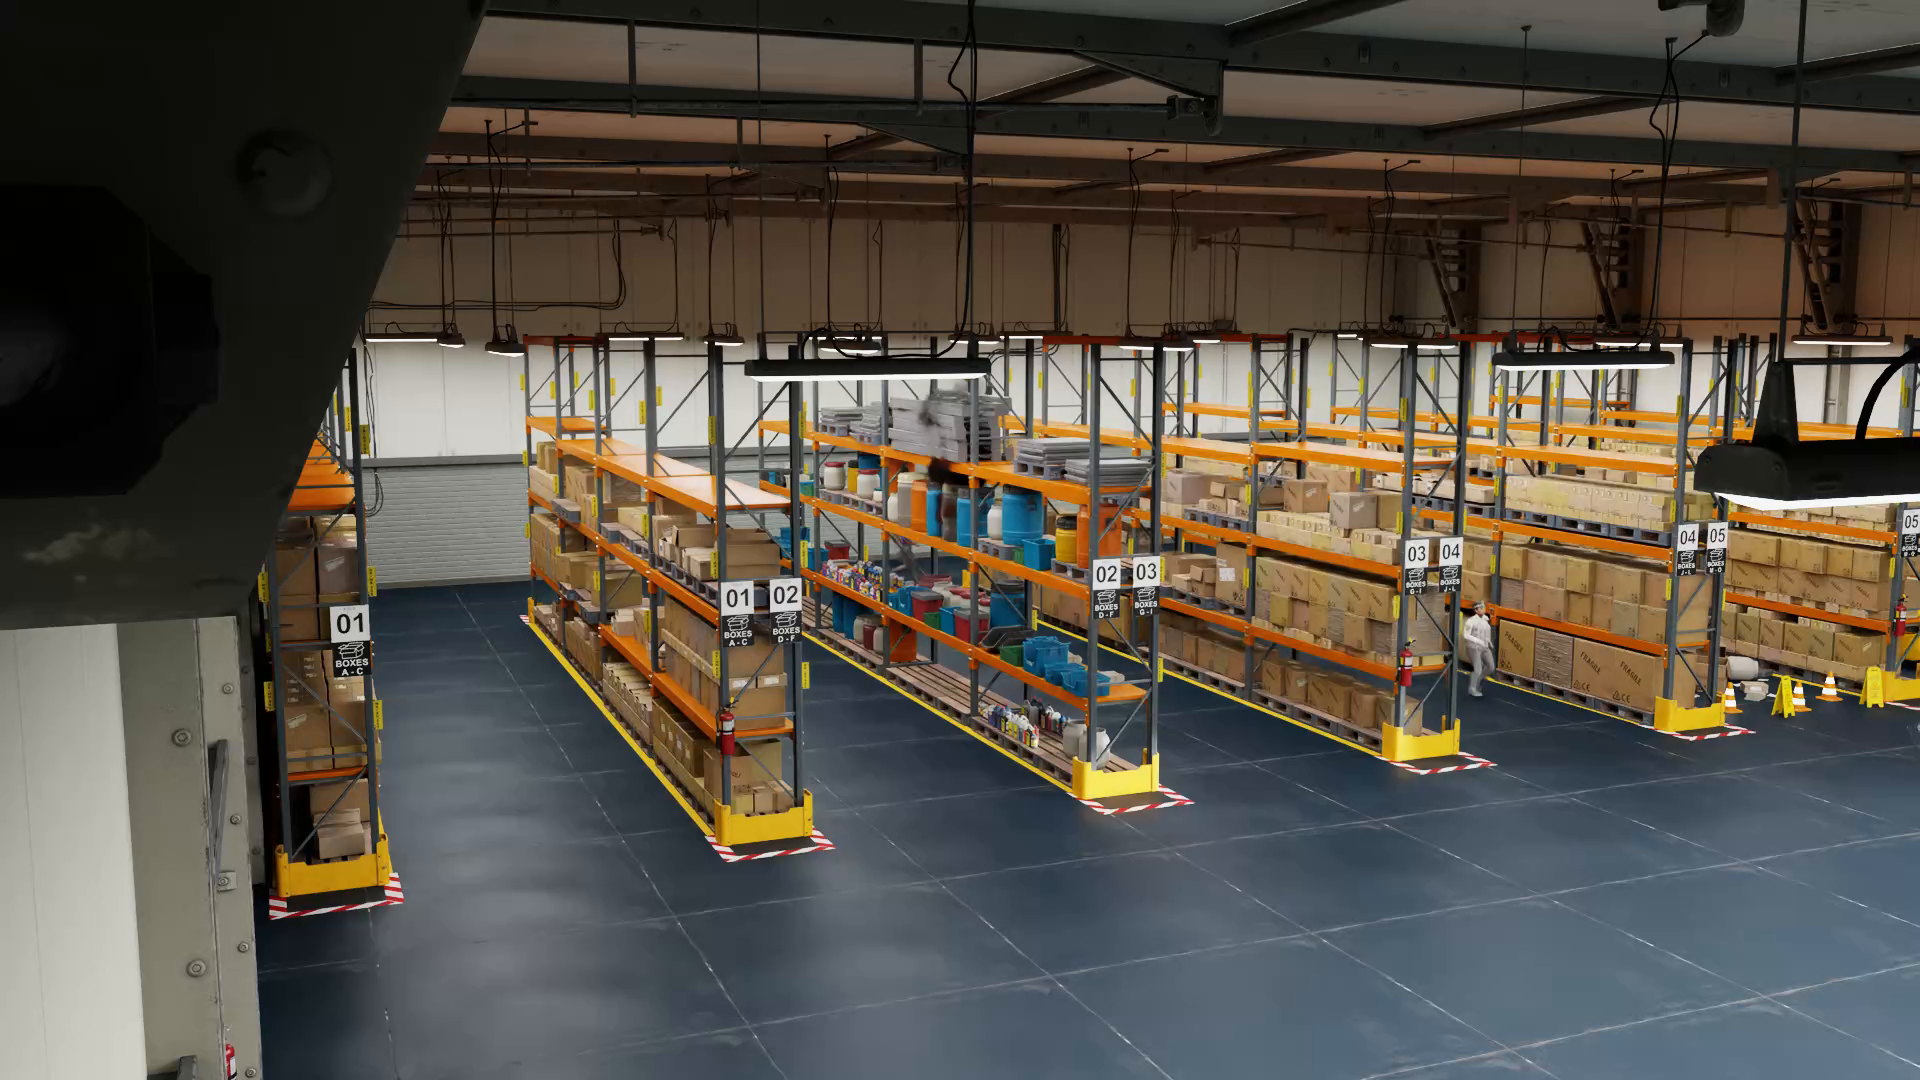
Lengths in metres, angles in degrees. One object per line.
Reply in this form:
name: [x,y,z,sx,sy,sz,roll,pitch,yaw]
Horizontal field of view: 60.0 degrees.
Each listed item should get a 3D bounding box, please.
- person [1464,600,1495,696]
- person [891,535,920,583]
person: [8.727,1.812,27.825,0.589,1.653,0.528,-3,8,-22]
person: [-1.299,0.274,39.473,0.901,1.646,0.592,-1,8,-8]
